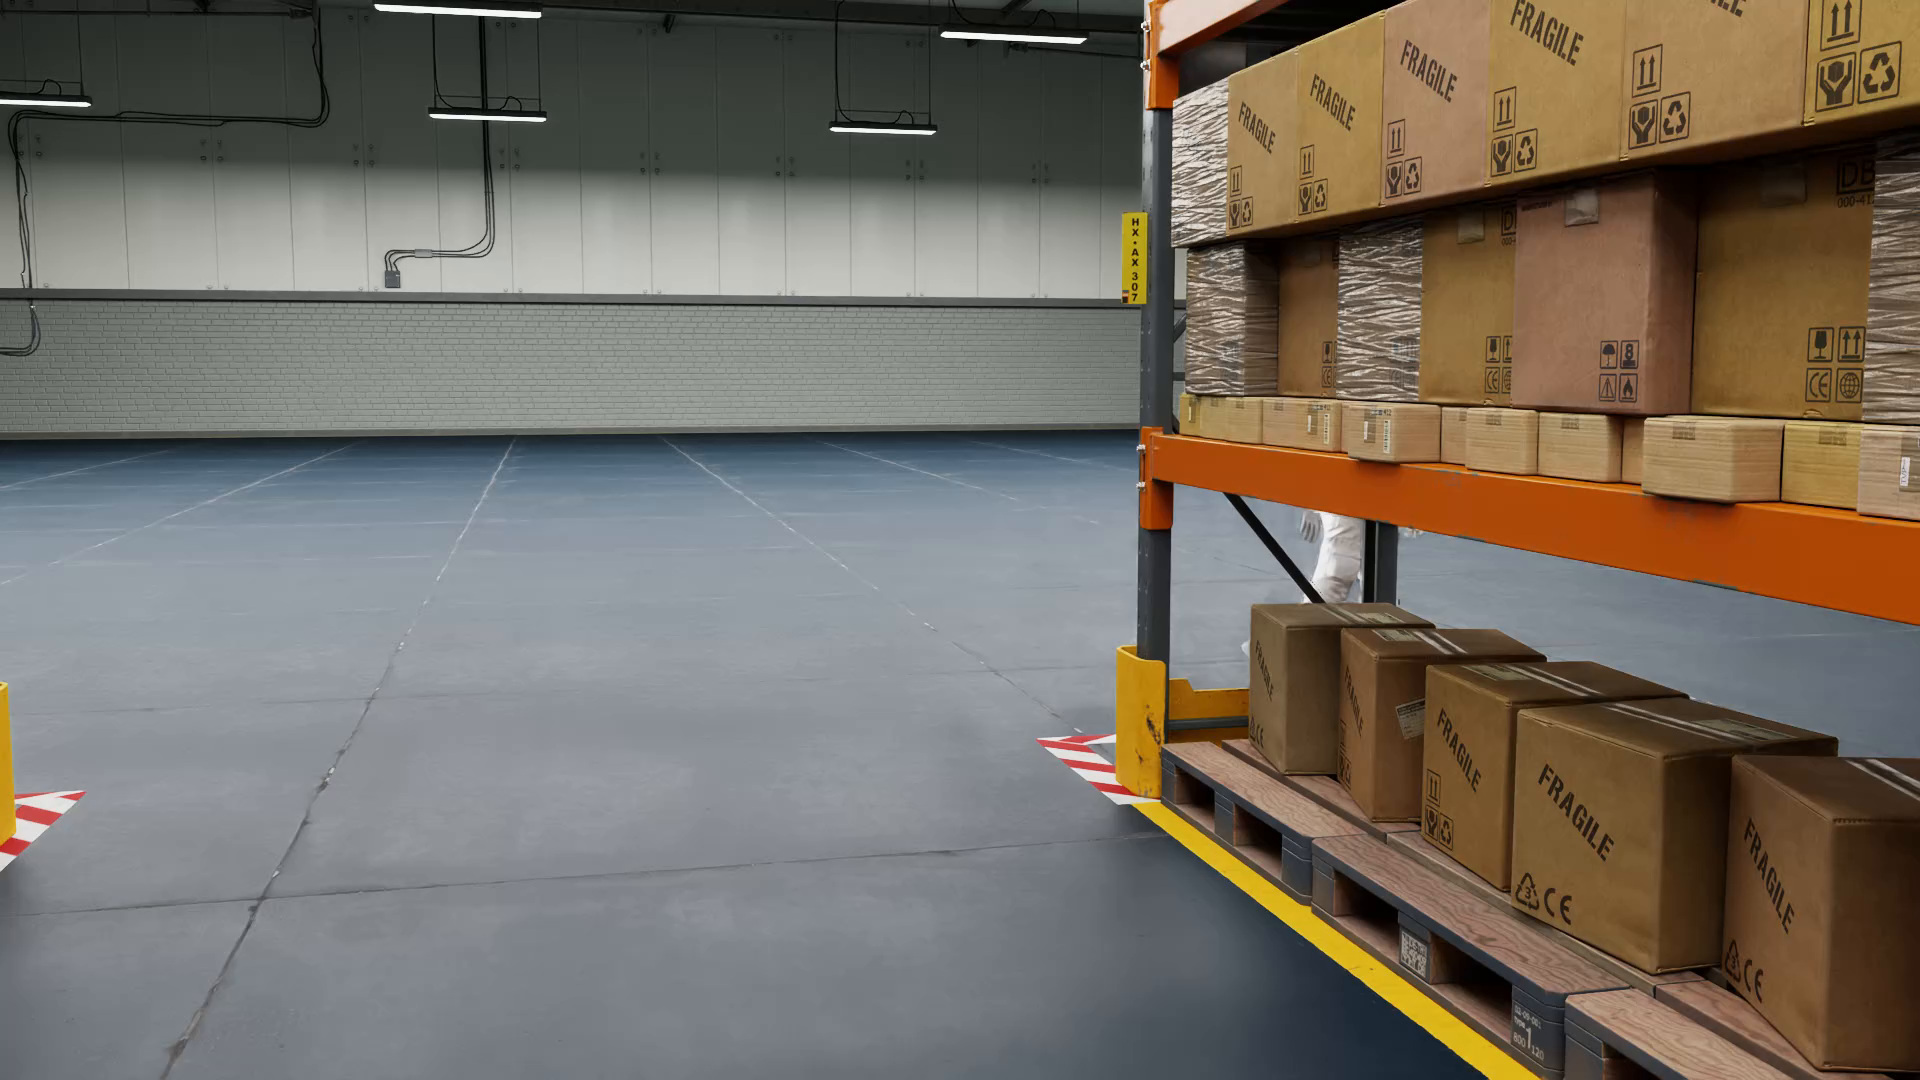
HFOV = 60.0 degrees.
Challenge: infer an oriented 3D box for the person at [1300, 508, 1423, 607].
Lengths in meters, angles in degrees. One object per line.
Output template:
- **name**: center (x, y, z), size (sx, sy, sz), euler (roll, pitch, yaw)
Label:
- **person**: center (1.850, -0.140, 7.488), size (0.846, 1.776, 0.582), euler (0, 6, -3)
